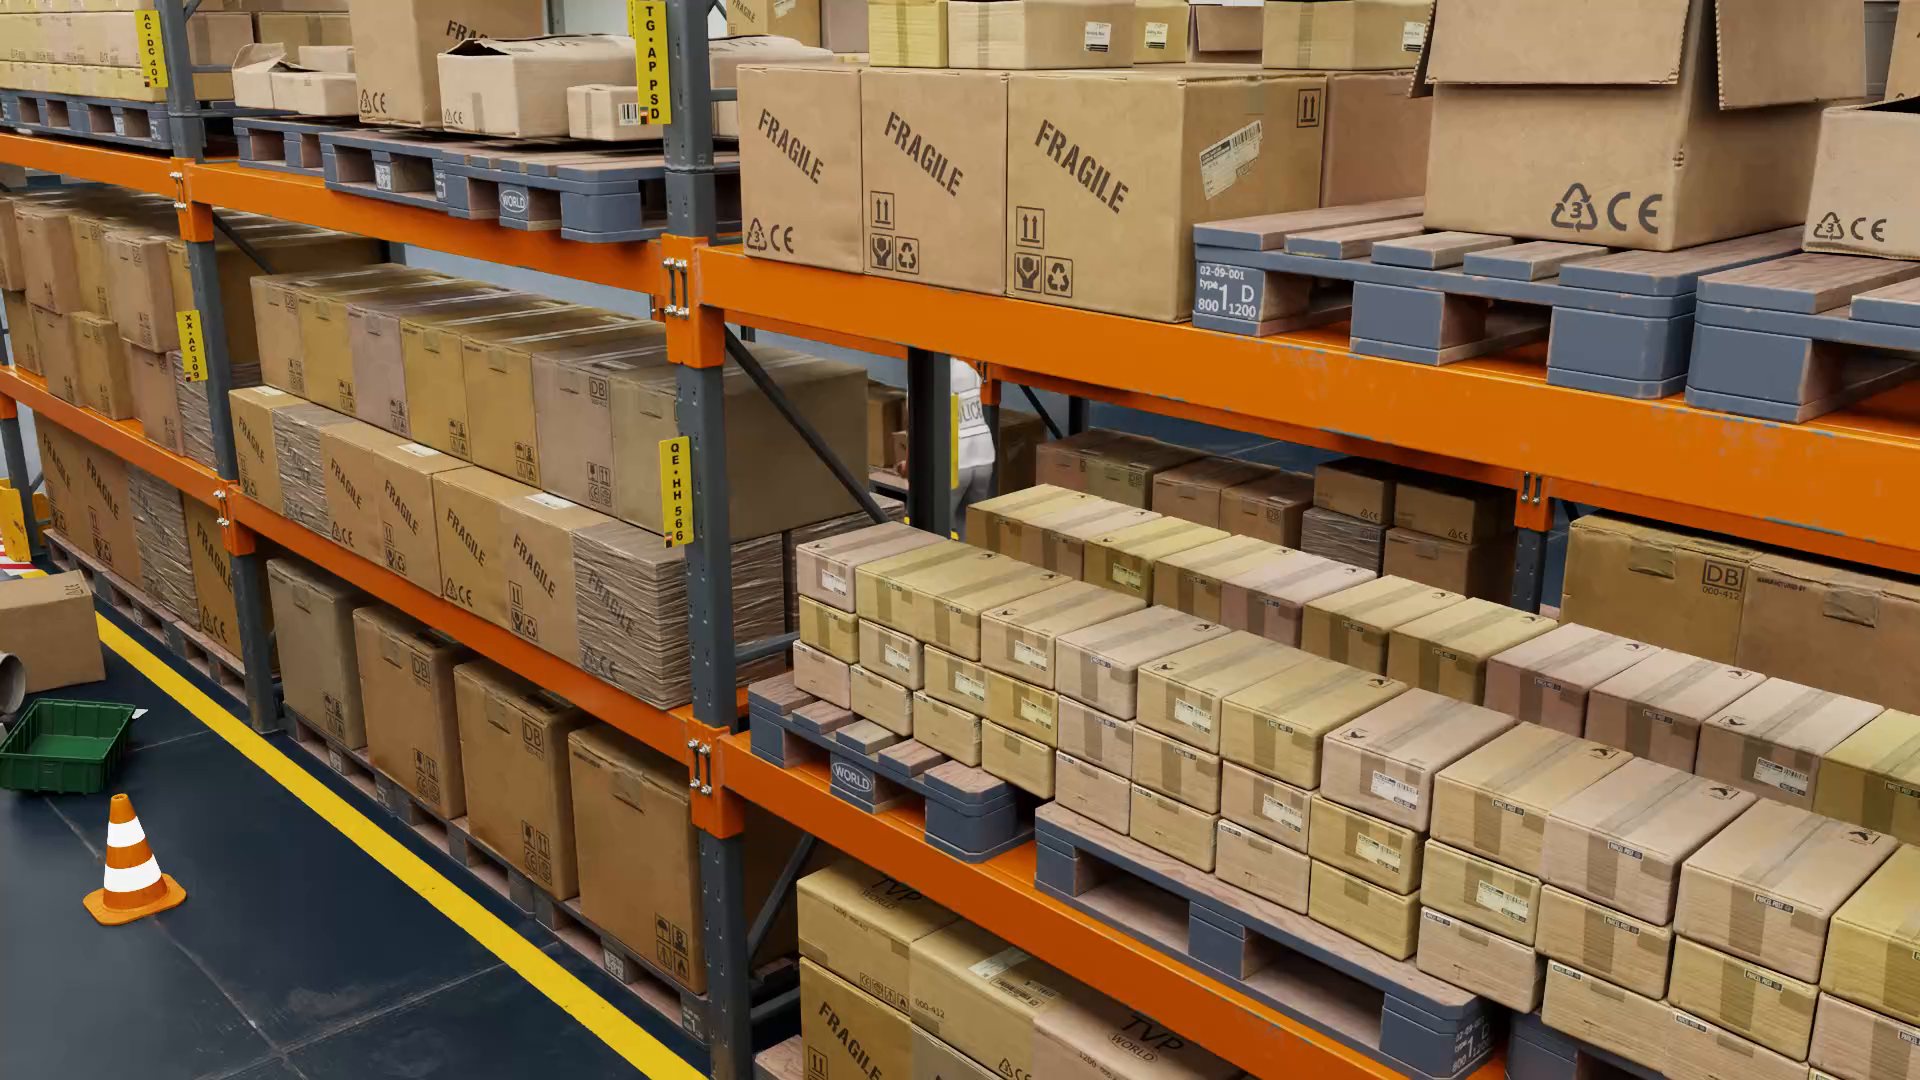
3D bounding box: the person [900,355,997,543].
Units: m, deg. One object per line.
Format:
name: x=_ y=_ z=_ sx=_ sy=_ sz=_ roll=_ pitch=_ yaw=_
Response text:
person: x=-0.089 y=-0.472 z=10.037 sx=0.494 sy=1.767 sz=0.565 roll=-15 pitch=23 yaw=-40
